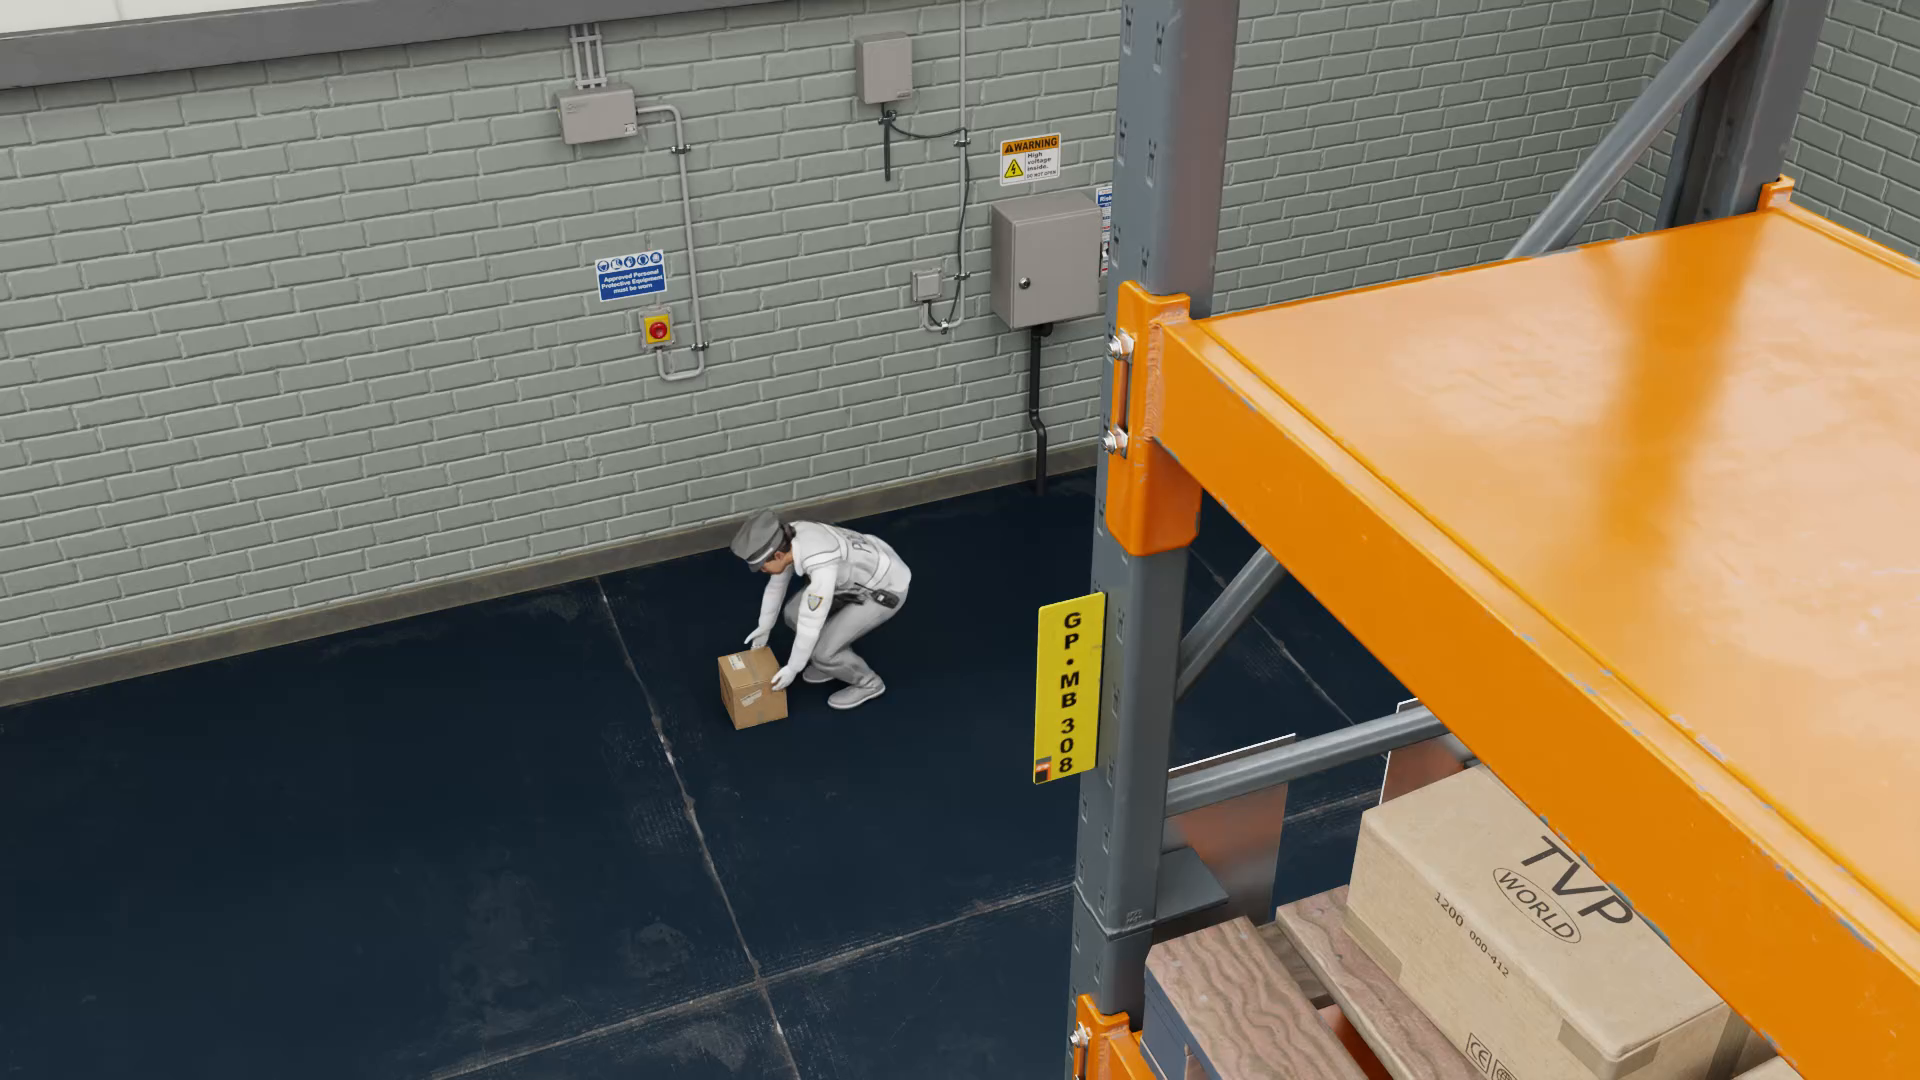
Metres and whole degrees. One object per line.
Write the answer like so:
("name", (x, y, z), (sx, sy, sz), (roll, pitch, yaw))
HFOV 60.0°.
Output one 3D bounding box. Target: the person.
("person", (-0.622, 0.291, 7.622), (0.826, 1.075, 0.505), (-13, 36, -19))
